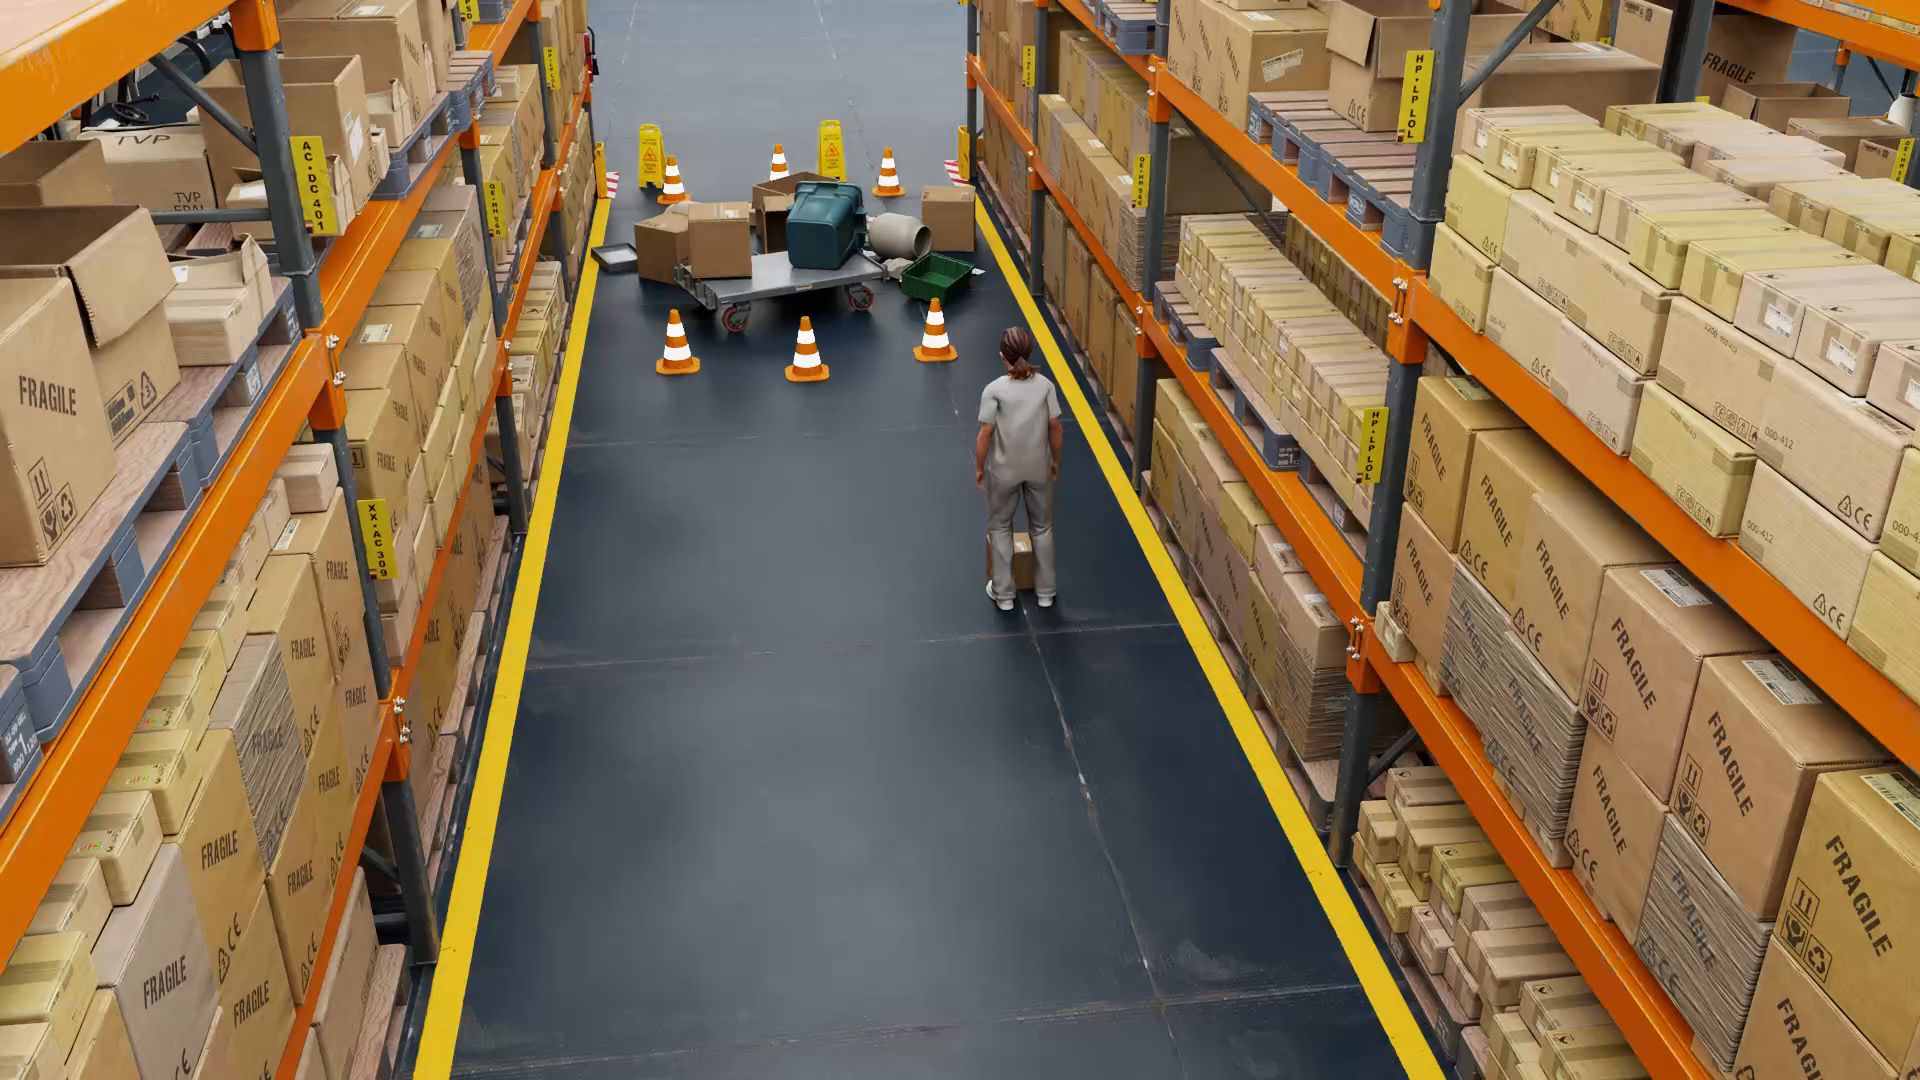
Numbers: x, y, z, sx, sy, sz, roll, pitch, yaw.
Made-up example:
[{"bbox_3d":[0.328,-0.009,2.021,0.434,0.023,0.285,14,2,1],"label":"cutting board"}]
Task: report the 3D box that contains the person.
[{"bbox_3d":[0.339,-0.393,9.381,0.513,1.673,0.355,-5,28,-9],"label":"person"}]
